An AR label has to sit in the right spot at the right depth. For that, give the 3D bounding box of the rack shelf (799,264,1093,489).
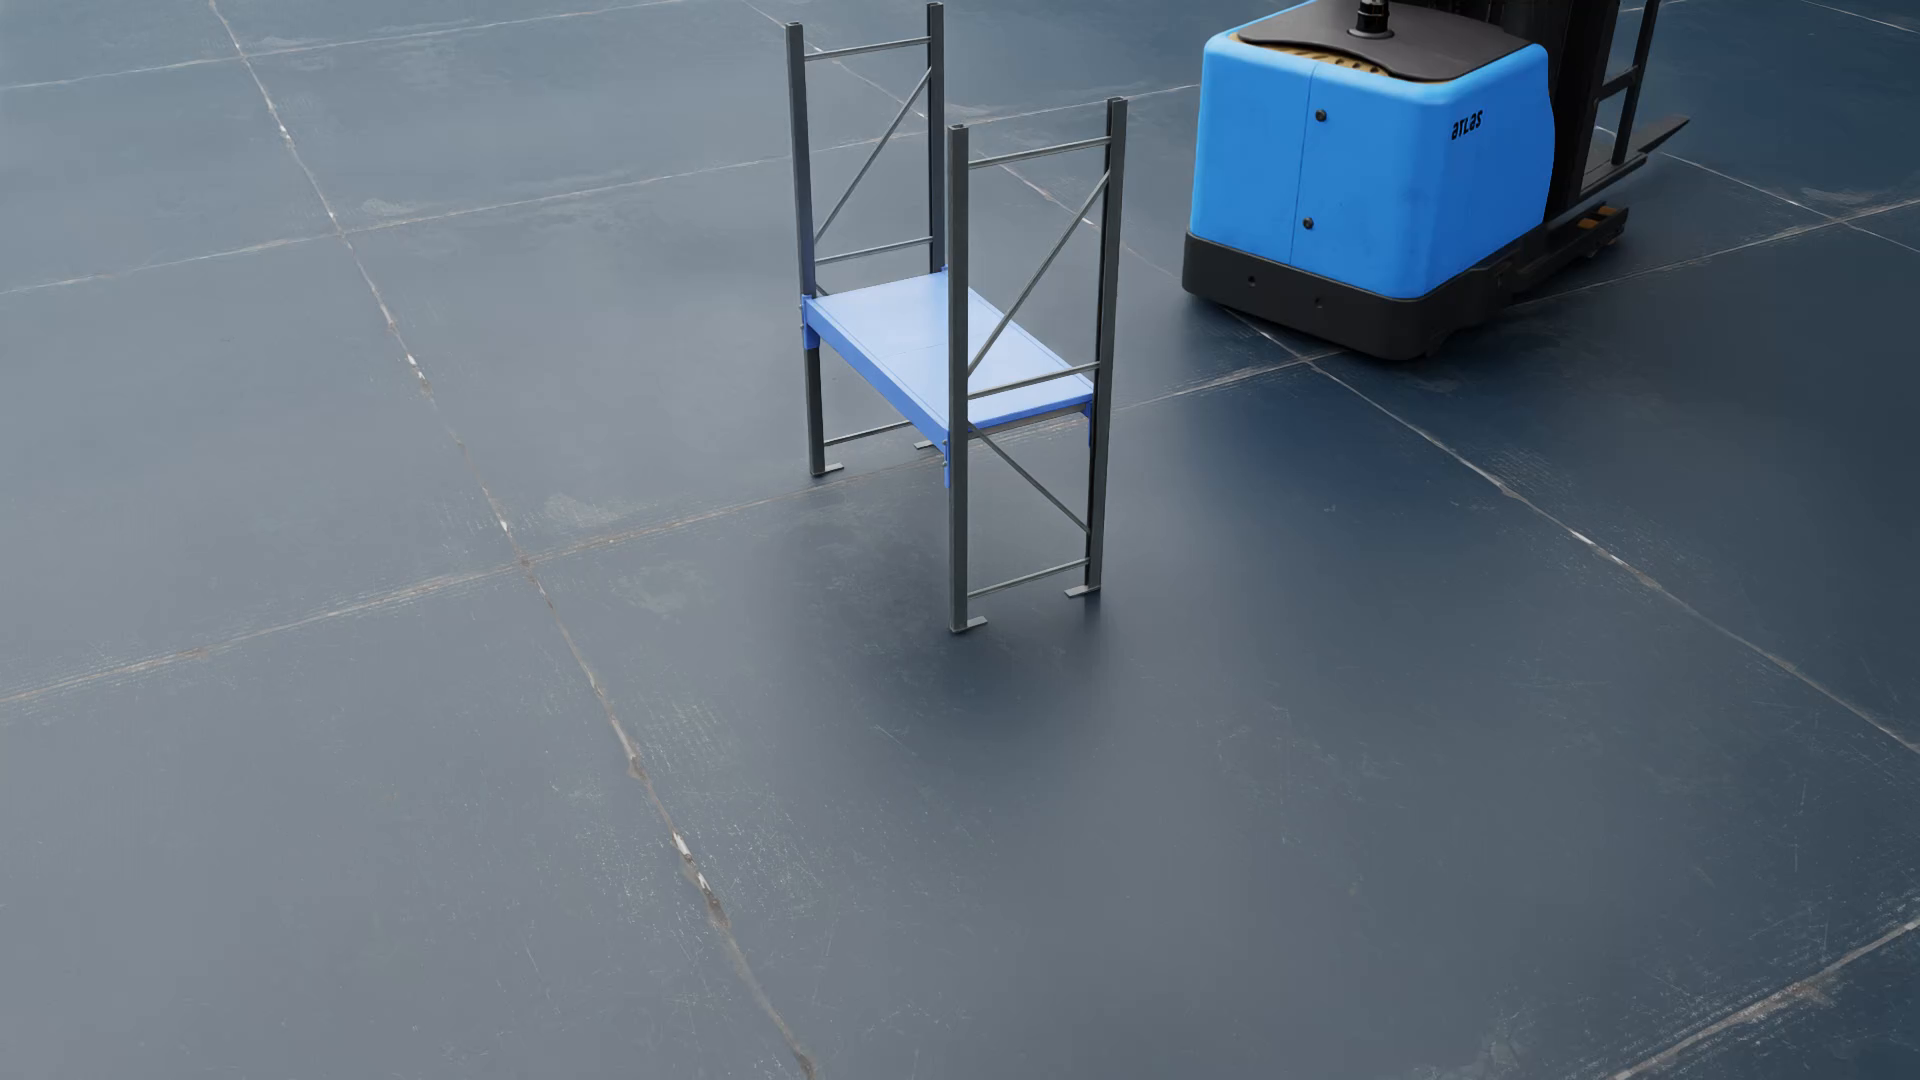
[{"bbox_3d":[-0.040,-0.521,5.006,0.538,0.185,1.000,-16,36,-23],"label":"rack shelf"}]

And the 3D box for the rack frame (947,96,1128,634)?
[{"bbox_3d":[0.197,-0.430,4.530,0.500,1.500,0.032,-16,36,-23],"label":"rack frame"}]

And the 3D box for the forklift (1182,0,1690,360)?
[{"bbox_3d":[2.259,-2.609,6.605,1.130,2.935,3.031,26,41,35],"label":"forklift"}]

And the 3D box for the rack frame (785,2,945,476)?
[{"bbox_3d":[-0.277,-0.915,5.288,0.500,1.500,0.032,-16,36,-23],"label":"rack frame"}]

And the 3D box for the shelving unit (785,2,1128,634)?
[{"bbox_3d":[-0.040,-0.672,4.909,0.538,1.500,1.048,-16,36,-23],"label":"shelving unit"}]
